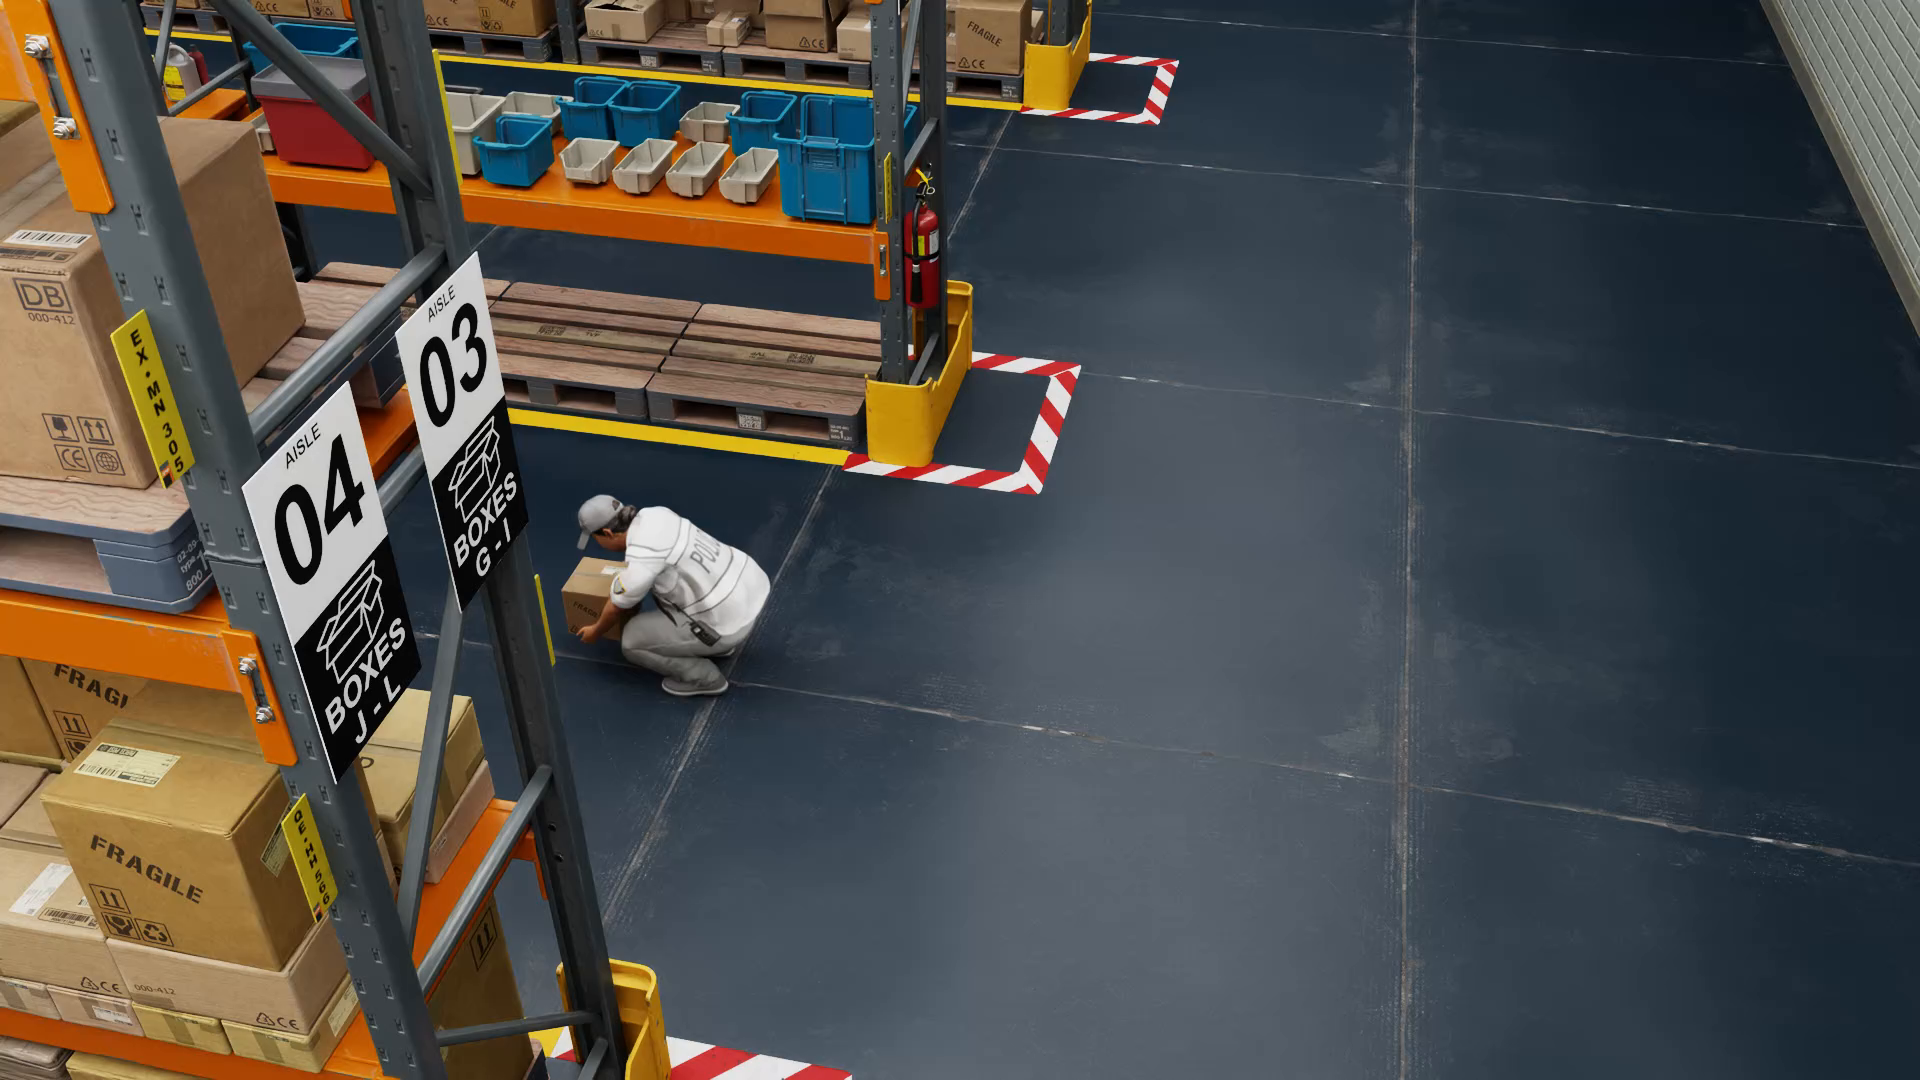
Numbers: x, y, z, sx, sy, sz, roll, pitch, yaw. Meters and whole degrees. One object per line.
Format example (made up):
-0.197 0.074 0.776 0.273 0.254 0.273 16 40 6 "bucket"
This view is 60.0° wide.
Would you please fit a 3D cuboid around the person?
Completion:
-1.272 0.205 7.306 0.841 0.939 0.529 7 37 10 "person"
